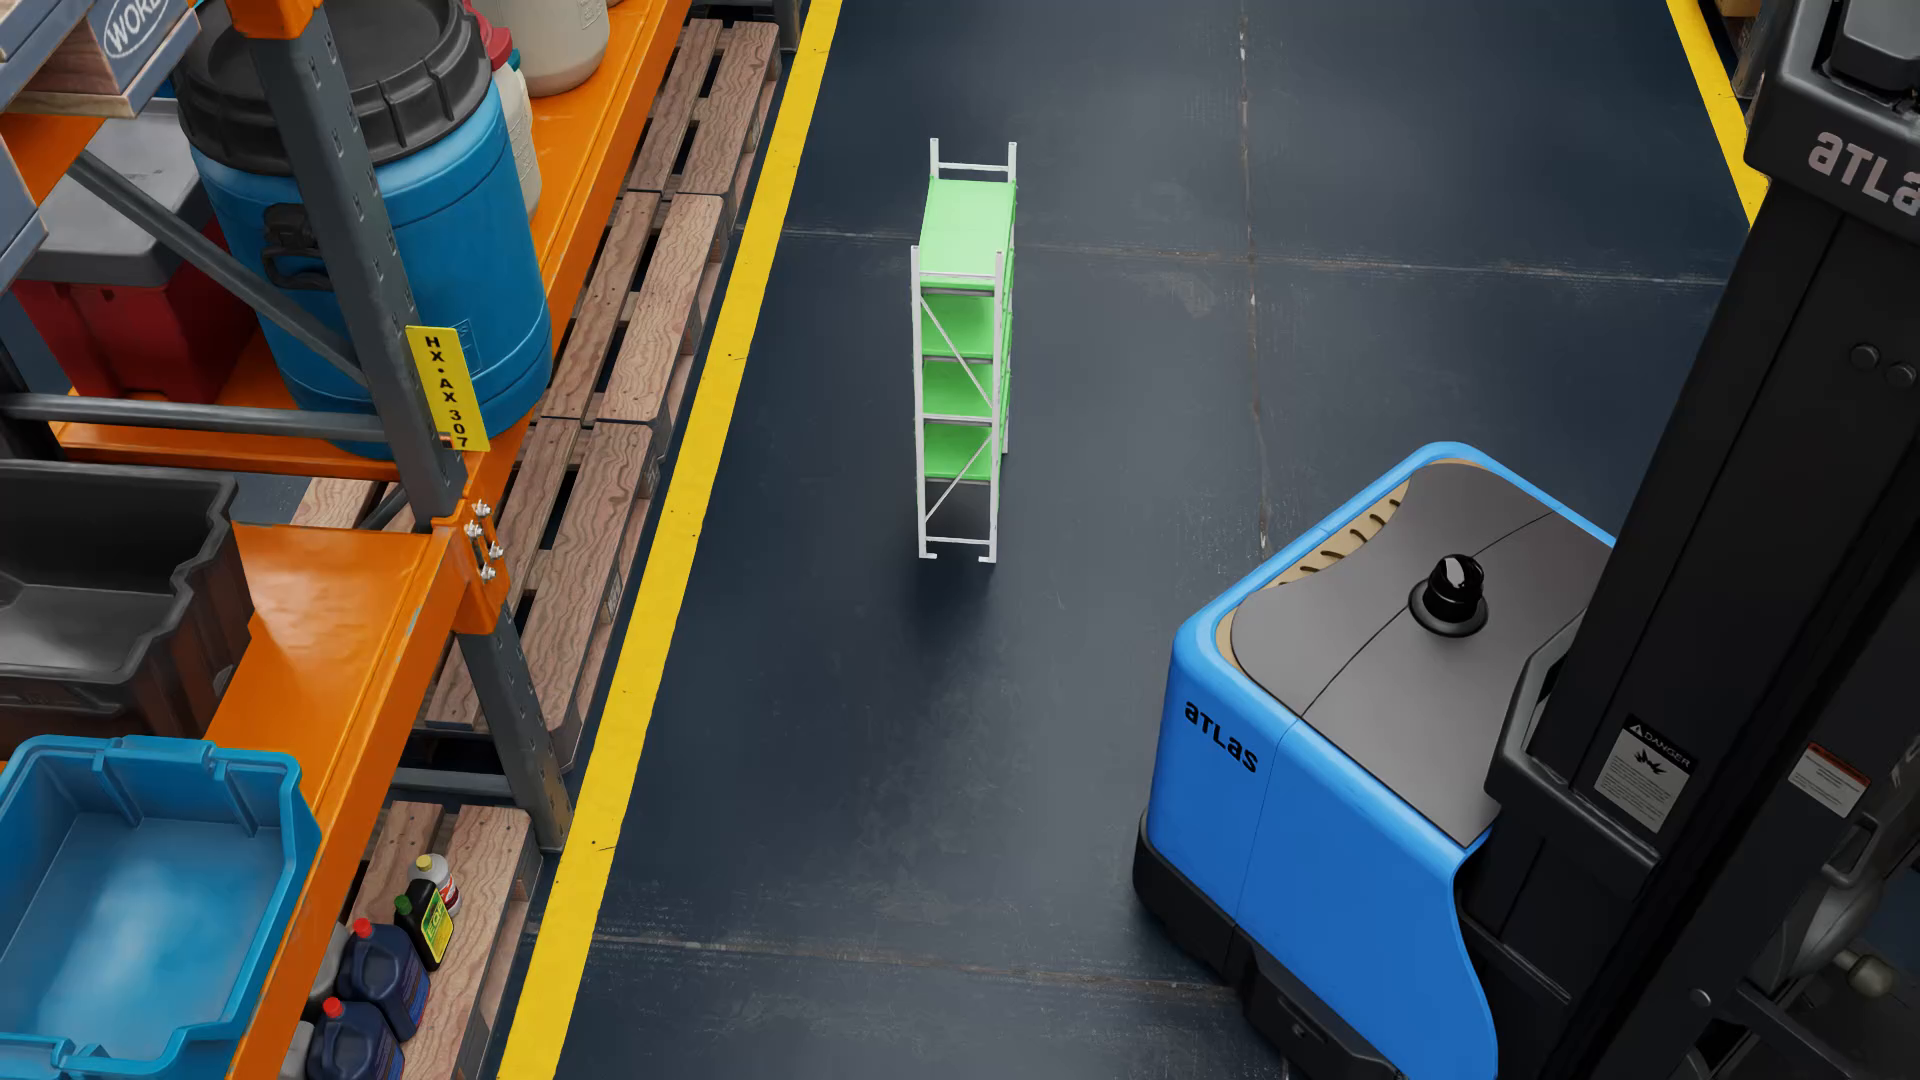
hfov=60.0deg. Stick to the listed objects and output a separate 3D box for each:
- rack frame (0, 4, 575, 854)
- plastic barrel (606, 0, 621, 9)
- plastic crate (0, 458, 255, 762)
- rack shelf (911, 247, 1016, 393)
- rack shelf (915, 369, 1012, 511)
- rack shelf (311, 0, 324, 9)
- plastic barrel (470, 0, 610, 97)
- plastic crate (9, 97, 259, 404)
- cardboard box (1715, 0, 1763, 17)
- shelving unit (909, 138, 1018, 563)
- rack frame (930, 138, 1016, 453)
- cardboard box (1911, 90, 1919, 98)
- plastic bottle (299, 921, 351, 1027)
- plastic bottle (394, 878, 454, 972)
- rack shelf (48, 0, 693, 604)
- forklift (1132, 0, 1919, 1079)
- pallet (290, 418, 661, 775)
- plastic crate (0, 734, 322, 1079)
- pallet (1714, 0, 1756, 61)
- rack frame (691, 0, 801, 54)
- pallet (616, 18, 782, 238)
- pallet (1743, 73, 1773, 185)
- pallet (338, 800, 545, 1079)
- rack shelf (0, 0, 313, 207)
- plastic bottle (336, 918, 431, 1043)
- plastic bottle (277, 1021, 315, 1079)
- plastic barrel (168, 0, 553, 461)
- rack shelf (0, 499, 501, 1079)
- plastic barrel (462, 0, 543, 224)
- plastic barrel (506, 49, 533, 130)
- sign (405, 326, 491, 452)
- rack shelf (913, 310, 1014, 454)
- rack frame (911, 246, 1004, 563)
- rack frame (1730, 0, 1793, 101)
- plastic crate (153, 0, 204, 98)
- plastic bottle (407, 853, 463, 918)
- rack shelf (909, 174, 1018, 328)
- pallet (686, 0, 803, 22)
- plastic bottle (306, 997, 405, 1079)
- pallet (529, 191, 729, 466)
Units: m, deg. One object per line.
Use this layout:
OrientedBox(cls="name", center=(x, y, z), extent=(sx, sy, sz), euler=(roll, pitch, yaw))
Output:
OrientedBox(cls="rack frame", center=(-1.561, -0.248, 3.444), extent=(1.000, 3.000, 0.127), euler=(4, 48, 4))
OrientedBox(cls="plastic barrel", center=(-1.149, -1.839, 4.807), extent=(0.433, 0.535, 0.433), euler=(0, 48, 0))
OrientedBox(cls="plastic crate", center=(-1.735, 0.149, 3.123), extent=(0.767, 0.338, 0.504), euler=(4, 48, 4))
OrientedBox(cls="rack shelf", center=(0.015, -0.645, 4.789), extent=(0.258, 0.148, 0.480), euler=(4, 48, 4))
OrientedBox(cls="rack shelf", center=(0.015, -0.321, 5.143), extent=(0.258, 0.148, 0.480), euler=(4, 48, 4))
OrientedBox(cls="rack shelf", center=(-1.378, -2.487, 3.947), extent=(1.077, 0.370, 4.000), euler=(4, 48, 4))
OrientedBox(cls="plastic barrel", center=(-1.188, -1.521, 4.516), extent=(0.433, 0.535, 0.433), euler=(0, 48, 0))
OrientedBox(cls="plastic crate", center=(-1.821, -0.646, 3.765), extent=(0.402, 0.464, 0.583), euler=(4, 48, 4))
OrientedBox(cls="cardboard box", center=(3.820, -2.784, 6.919), extent=(1.225, 0.875, 0.875), euler=(2, 48, 2))
OrientedBox(cls="shelving unit", center=(0.015, -0.527, 4.919), extent=(0.258, 1.200, 0.503), euler=(4, 48, 4))
OrientedBox(cls="rack frame", center=(0.037, -0.706, 5.083), extent=(0.240, 1.200, 0.015), euler=(4, 48, 4))
OrientedBox(cls="cardboard box", center=(3.657, -1.257, 5.763), extent=(0.700, 0.500, 0.500), euler=(0, 48, 0))
OrientedBox(cls="plastic bottle", center=(-1.476, 0.981, 3.817), extent=(0.144, 0.351, 0.185), euler=(4, 48, 4))
OrientedBox(cls="plastic bottle", center=(-1.276, 0.896, 3.940), extent=(0.061, 0.283, 0.133), euler=(6, 48, 5))
OrientedBox(cls="rack shelf", center=(-1.378, -1.475, 5.054), extent=(1.077, 0.370, 4.000), euler=(4, 48, 4))
OrientedBox(cls="forklift", center=(1.799, 0.522, 2.787), extent=(1.130, 2.935, 3.031), euler=(-33, 56, -26))
OrientedBox(cls="pallet", center=(-1.528, 0.114, 5.003), extent=(1.003, 0.211, 1.213), euler=(4, 48, 4))
OrientedBox(cls="plastic crate", center=(-1.391, 0.634, 2.738), extent=(0.499, 0.251, 0.616), euler=(4, 48, 4))
OrientedBox(cls="pallet", center=(3.883, -2.487, 7.382), extent=(1.003, 0.211, 1.213), euler=(4, 48, 4))
OrientedBox(cls="rack frame", center=(-1.196, -3.187, 6.132), extent=(1.000, 3.000, 0.127), euler=(4, 48, 4))
OrientedBox(cls="pallet", center=(-1.305, -1.679, 6.643), extent=(1.003, 0.211, 1.213), euler=(4, 48, 4))
OrientedBox(cls="pallet", center=(3.664, -1.339, 6.331), extent=(1.003, 0.211, 1.213), euler=(4, 48, 4))
OrientedBox(cls="pallet", center=(-1.663, 1.184, 4.024), extent=(1.003, 0.211, 1.213), euler=(4, 48, 4))
OrientedBox(cls="rack shelf", center=(-1.743, 0.452, 1.258), extent=(1.077, 0.370, 4.000), euler=(4, 48, 4))
OrientedBox(cls="plastic bottle", center=(-1.332, 0.990, 3.808), extent=(0.144, 0.351, 0.185), euler=(3, 48, 2))
OrientedBox(cls="plastic bottle", center=(-1.500, 1.165, 3.699), extent=(0.152, 0.276, 0.135), euler=(4, 48, 4))
OrientedBox(cls="plastic barrel", center=(-1.224, -0.681, 3.500), extent=(0.600, 0.901, 0.708), euler=(4, 48, 4))
OrientedBox(cls="rack shelf", center=(-1.743, 1.465, 2.365), extent=(1.077, 0.370, 4.000), euler=(4, 48, 4))
OrientedBox(cls="plastic barrel", center=(-1.255, -0.982, 4.023), extent=(0.433, 0.535, 0.433), euler=(0, 48, 0))
OrientedBox(cls="plastic barrel", center=(-1.287, -1.163, 4.375), extent=(0.301, 0.262, 0.301), euler=(0, 48, 0))
OrientedBox(cls="sign", center=(-1.014, -0.296, 3.301), extent=(0.100, 0.325, 0.005), euler=(4, 48, 4))
OrientedBox(cls="rack shelf", center=(0.015, -0.483, 4.966), extent=(0.258, 0.148, 0.480), euler=(4, 48, 4))
OrientedBox(cls="rack frame", center=(-0.007, -0.347, 4.755), extent=(0.240, 1.200, 0.015), euler=(4, 48, 4))
OrientedBox(cls="rack frame", center=(3.736, -2.854, 5.828), extent=(1.000, 3.000, 0.127), euler=(4, 48, 4))
OrientedBox(cls="plastic crate", center=(-1.770, -1.074, 4.210), extent=(0.392, 0.384, 0.575), euler=(4, 48, 4))
OrientedBox(cls="plastic bottle", center=(-1.283, 0.836, 4.051), extent=(0.097, 0.201, 0.097), euler=(0, 48, 0))
OrientedBox(cls="rack shelf", center=(0.015, -0.807, 4.611), extent=(0.258, 0.148, 0.480), euler=(4, 48, 4))
OrientedBox(cls="pallet", center=(-1.166, -2.828, 7.694), extent=(1.003, 0.211, 1.213), euler=(4, 48, 4))
OrientedBox(cls="plastic bottle", center=(-1.350, 1.131, 3.679), extent=(0.144, 0.351, 0.185), euler=(2, 48, 2))
OrientedBox(cls="pallet", center=(-1.419, -0.785, 5.825), extent=(1.003, 0.211, 1.213), euler=(4, 48, 4))
